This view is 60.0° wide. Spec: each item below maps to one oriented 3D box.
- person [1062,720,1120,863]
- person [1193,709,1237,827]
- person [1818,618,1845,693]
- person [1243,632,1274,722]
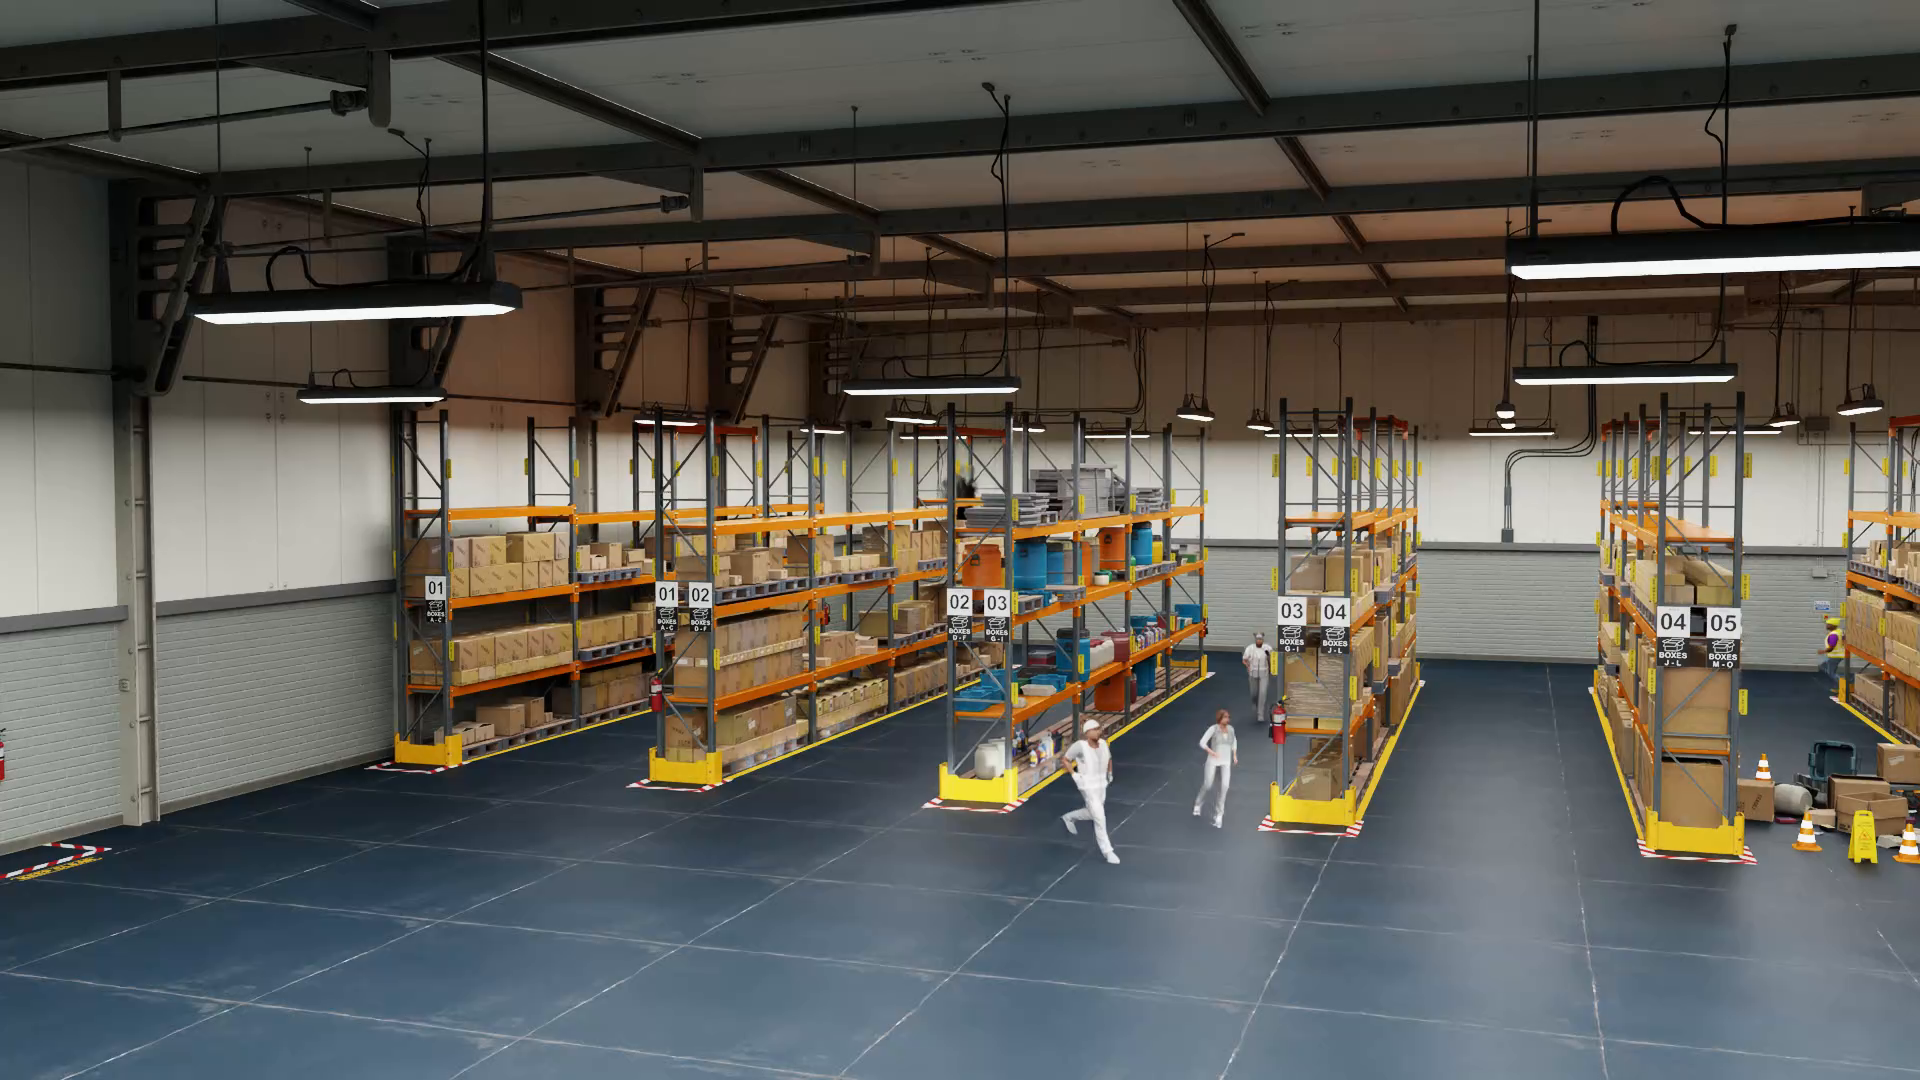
[{"bbox_3d":[1.707,3.209,21.551,0.651,1.775,1.137,-2,3,-41],"label":"person"},{"bbox_3d":[3.675,3.198,23.579,0.612,1.605,0.762,0,2,-9],"label":"person"},{"bbox_3d":[19.378,2.563,36.938,0.576,1.695,0.732,1,3,29],"label":"person"},{"bbox_3d":[5.985,2.694,33.280,0.647,1.767,0.950,1,2,12],"label":"person"}]
